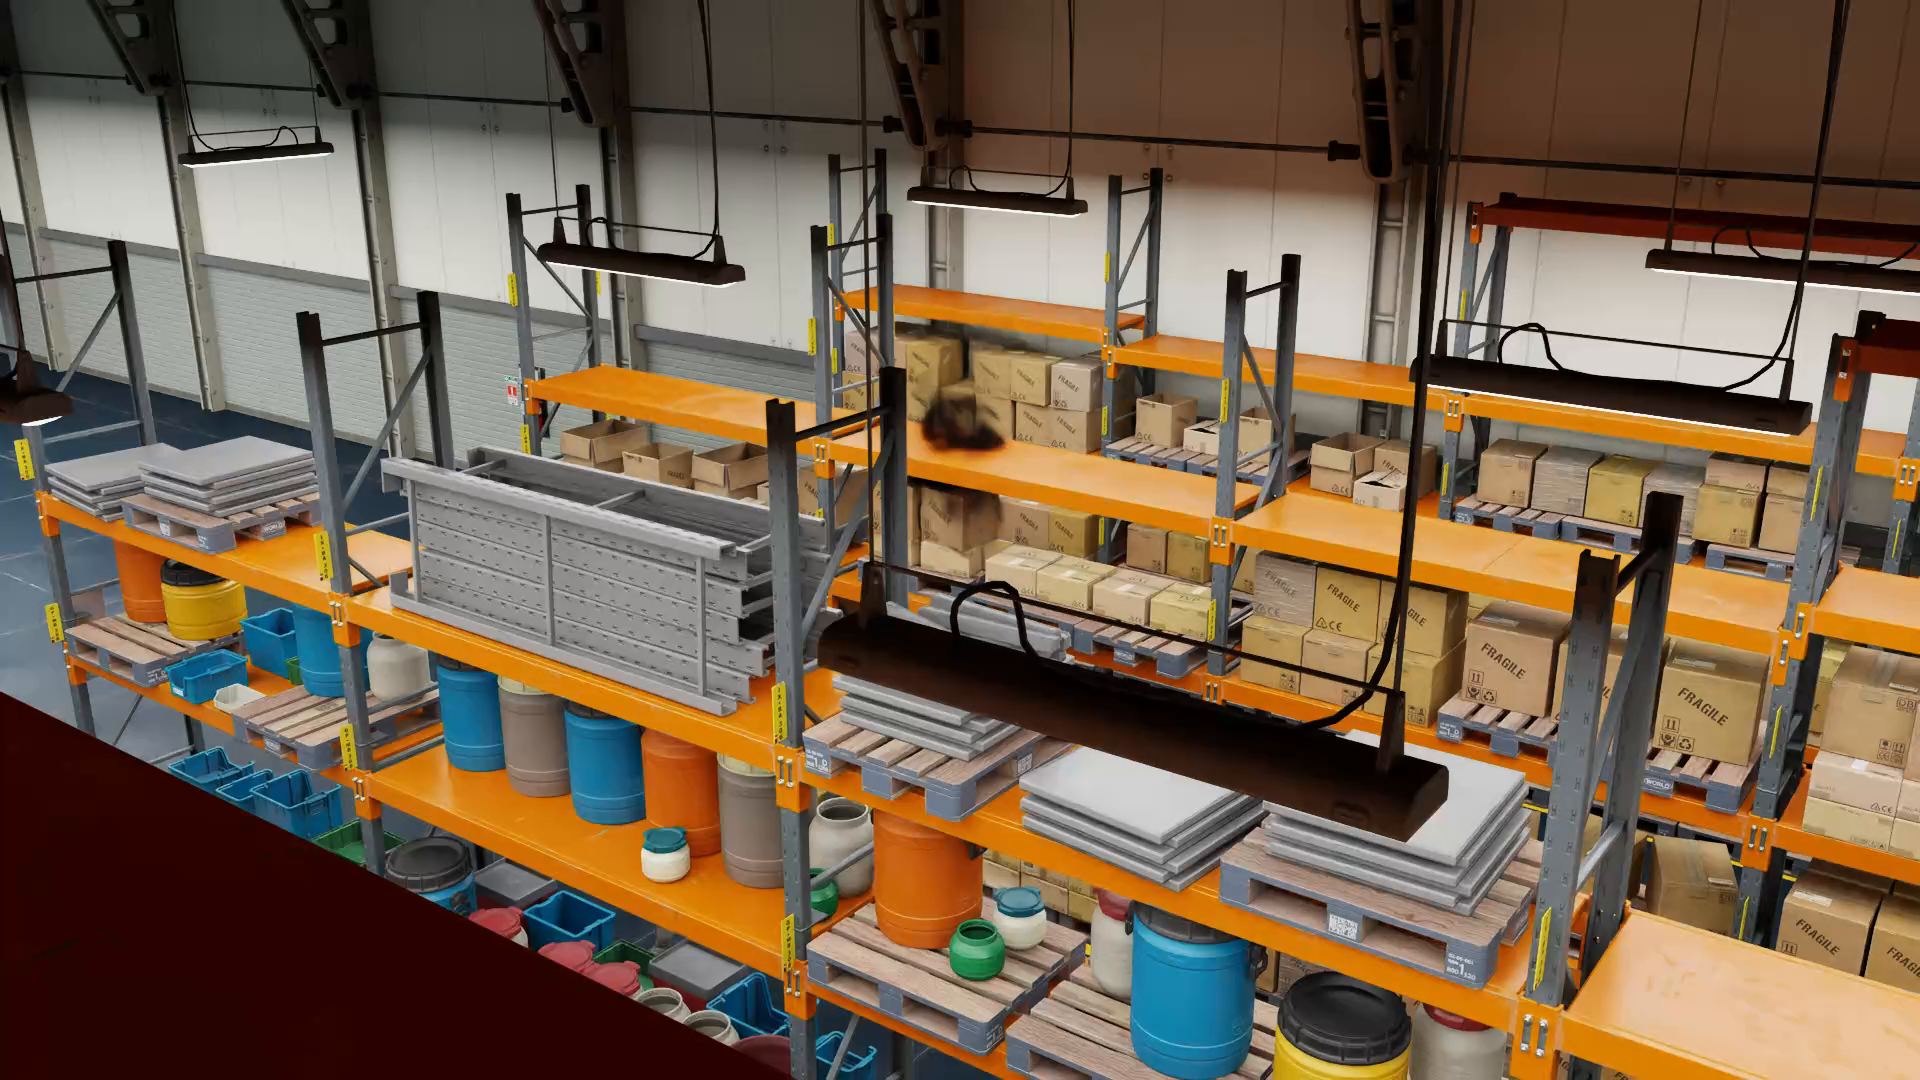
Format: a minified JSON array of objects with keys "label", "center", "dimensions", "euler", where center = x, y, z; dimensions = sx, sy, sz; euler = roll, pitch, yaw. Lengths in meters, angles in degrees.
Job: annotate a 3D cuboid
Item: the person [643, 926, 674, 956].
[{"label":"person","center":[-2.326,2.839,13.861],"dimensions":[0.957,1.667,0.617],"euler":[8,20,23]}]
